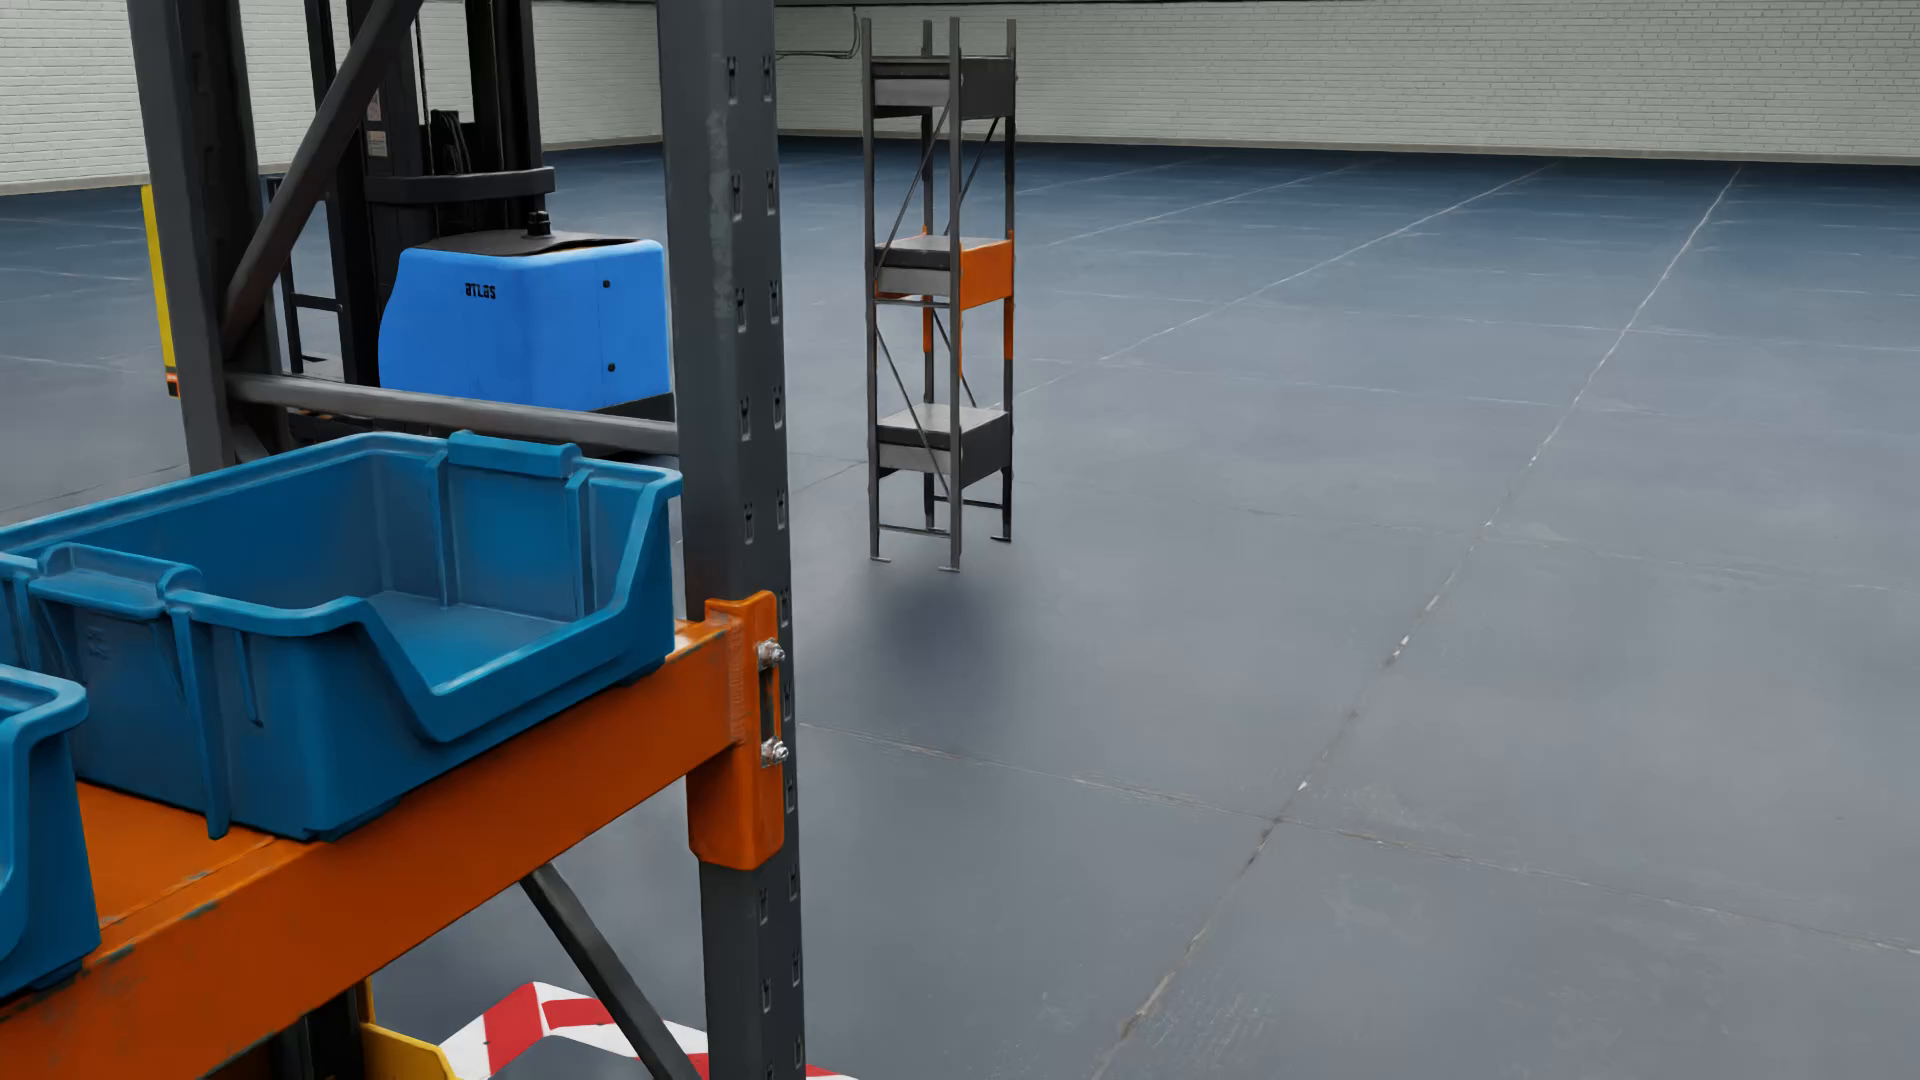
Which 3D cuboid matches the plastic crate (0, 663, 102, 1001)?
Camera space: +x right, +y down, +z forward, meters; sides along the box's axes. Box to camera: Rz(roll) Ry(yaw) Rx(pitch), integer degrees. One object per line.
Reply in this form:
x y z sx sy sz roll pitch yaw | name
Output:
-0.949 0.232 1.237 0.499 0.251 0.408 8 18 25 | plastic crate

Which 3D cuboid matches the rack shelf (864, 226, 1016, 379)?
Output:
-0.074 -0.951 6.587 0.431 0.518 0.480 8 18 25 | rack shelf

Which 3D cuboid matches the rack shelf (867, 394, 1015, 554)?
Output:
-0.074 -0.280 6.787 0.431 0.518 0.480 8 18 25 | rack shelf

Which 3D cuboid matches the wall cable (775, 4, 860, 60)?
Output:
-3.649 -12.240 37.882 3.097 2.526 0.112 8 18 25 | wall cable

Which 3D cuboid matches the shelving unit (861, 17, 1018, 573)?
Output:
-0.074 -0.964 6.583 0.431 2.100 0.503 8 18 25 | shelving unit

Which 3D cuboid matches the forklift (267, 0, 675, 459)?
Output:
-2.960 -2.003 8.622 3.031 2.935 1.130 11 20 34 | forklift

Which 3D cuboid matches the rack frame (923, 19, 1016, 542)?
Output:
0.035 -1.027 6.793 0.400 2.100 0.015 8 18 25 | rack frame

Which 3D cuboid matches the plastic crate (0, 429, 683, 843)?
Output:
-0.654 0.067 1.792 0.499 0.251 0.616 8 18 25 | plastic crate

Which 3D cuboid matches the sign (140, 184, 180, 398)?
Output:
-1.188 -0.374 2.528 0.100 0.325 0.005 8 18 25 | sign

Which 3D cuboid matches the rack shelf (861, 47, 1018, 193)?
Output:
-0.074 -1.622 6.388 0.431 0.518 0.480 8 18 25 | rack shelf

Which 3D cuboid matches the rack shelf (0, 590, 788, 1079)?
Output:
-1.591 0.684 0.715 1.077 0.370 4.000 8 18 25 | rack shelf

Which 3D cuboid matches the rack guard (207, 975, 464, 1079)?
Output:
-0.689 1.054 2.598 1.175 0.500 0.348 8 18 25 | rack guard

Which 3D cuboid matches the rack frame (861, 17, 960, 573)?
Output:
-0.183 -0.902 6.374 0.400 2.100 0.015 8 18 25 | rack frame
